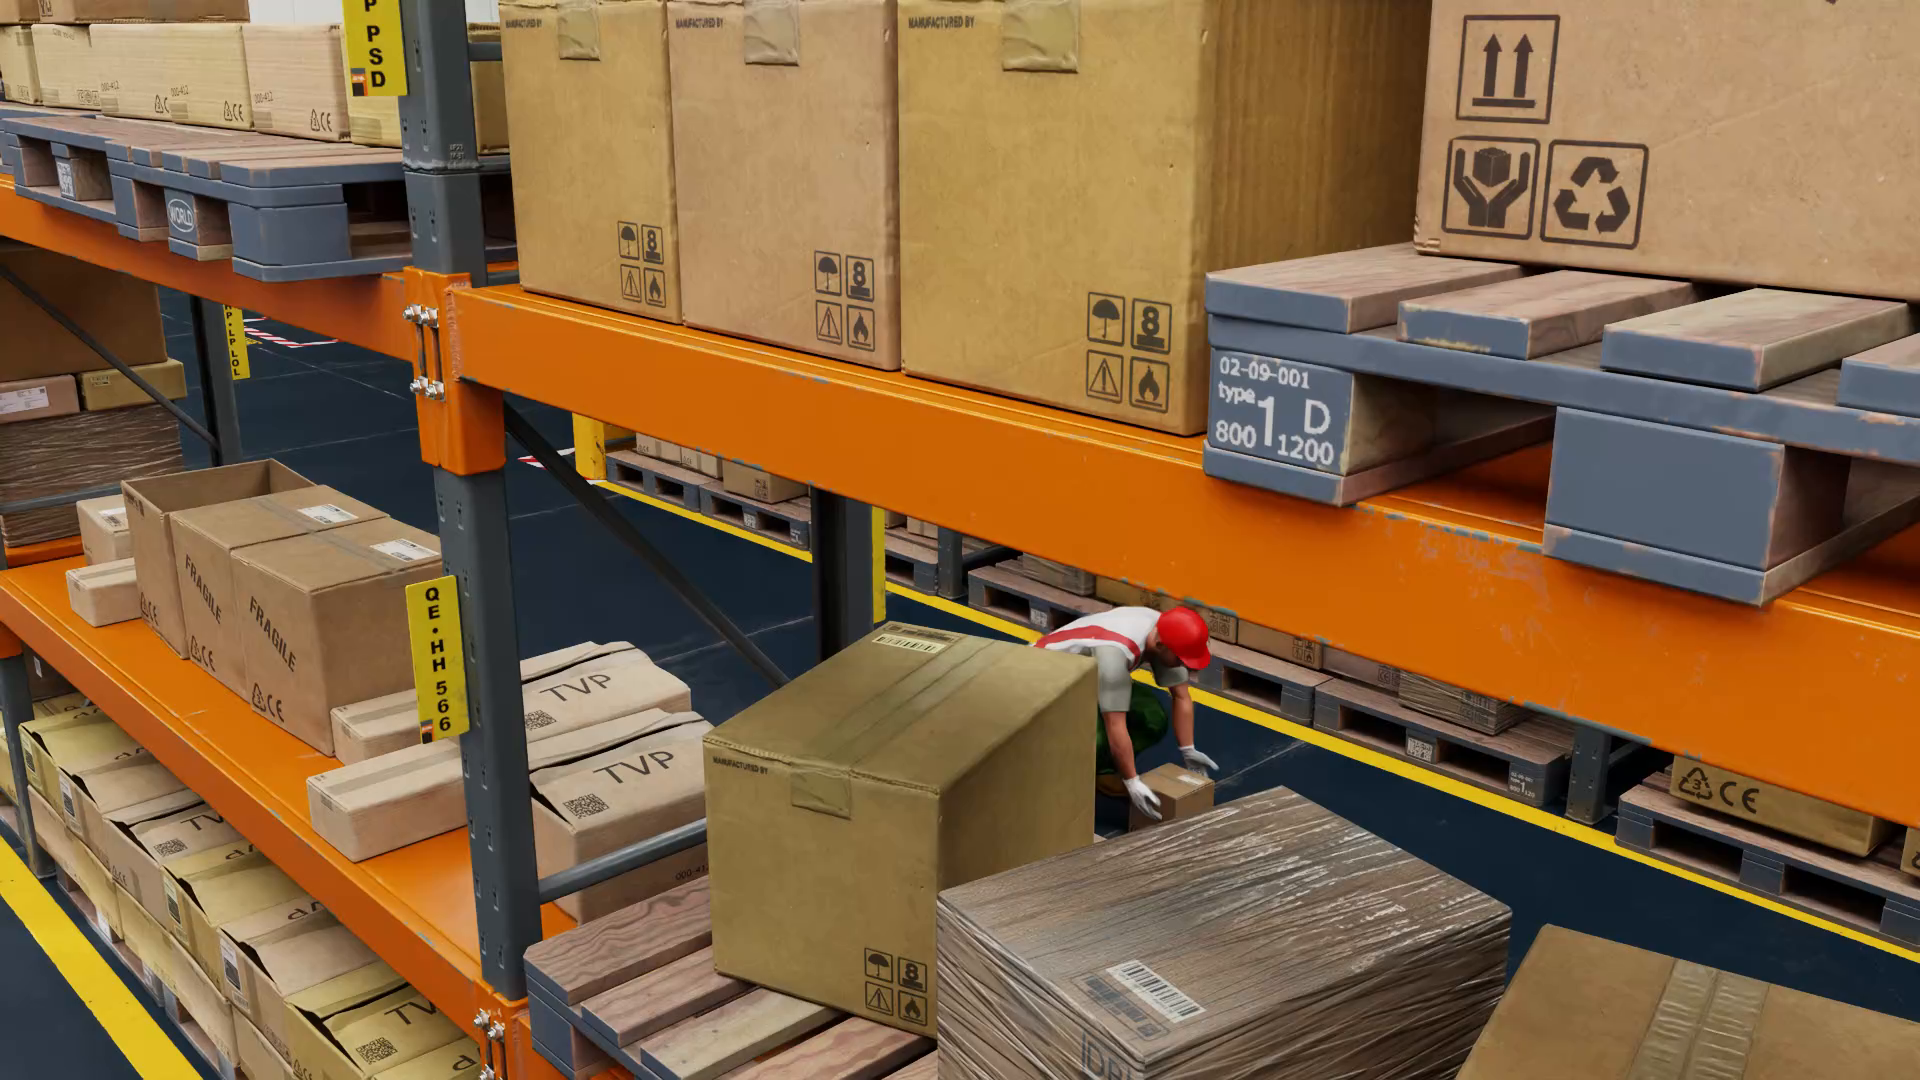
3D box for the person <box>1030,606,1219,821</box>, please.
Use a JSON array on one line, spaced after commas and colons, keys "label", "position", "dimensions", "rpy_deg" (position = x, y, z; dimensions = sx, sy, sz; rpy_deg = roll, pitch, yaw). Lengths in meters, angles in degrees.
[{"label": "person", "position": [0.664, 0.685, 7.139], "dimensions": [0.573, 0.994, 0.877], "rpy_deg": [-16, 23, -41]}]
